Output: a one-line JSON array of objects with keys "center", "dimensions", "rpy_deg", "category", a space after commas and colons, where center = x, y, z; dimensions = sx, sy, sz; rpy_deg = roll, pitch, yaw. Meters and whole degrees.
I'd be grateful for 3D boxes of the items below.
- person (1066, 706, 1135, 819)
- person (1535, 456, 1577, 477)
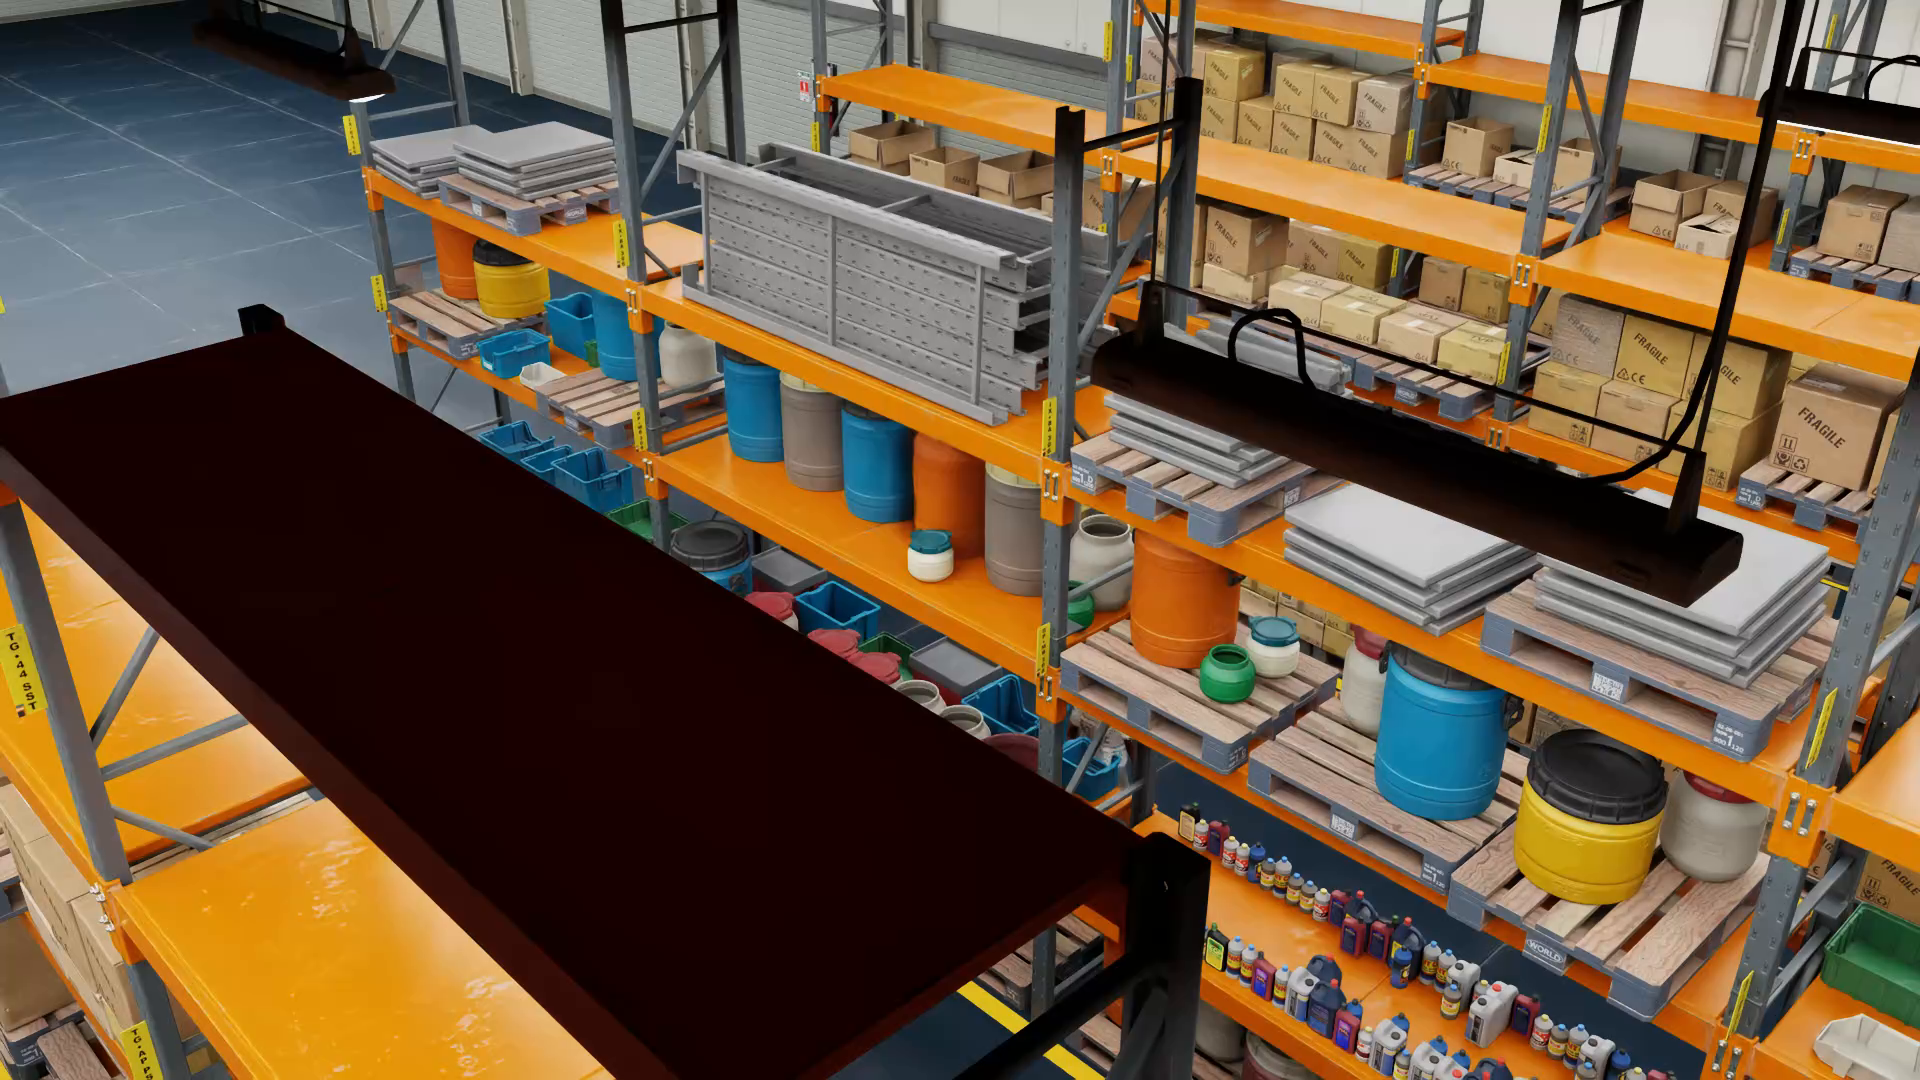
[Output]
[{"center": [1.073, 1.472, 12.028], "dimensions": [0.503, 1.448, 0.981], "rpy_deg": [23, 35, 36], "category": "person"}, {"center": [5.537, -0.477, 15.866], "dimensions": [1.114, 1.717, 0.659], "rpy_deg": [22, 35, 35], "category": "person"}]
